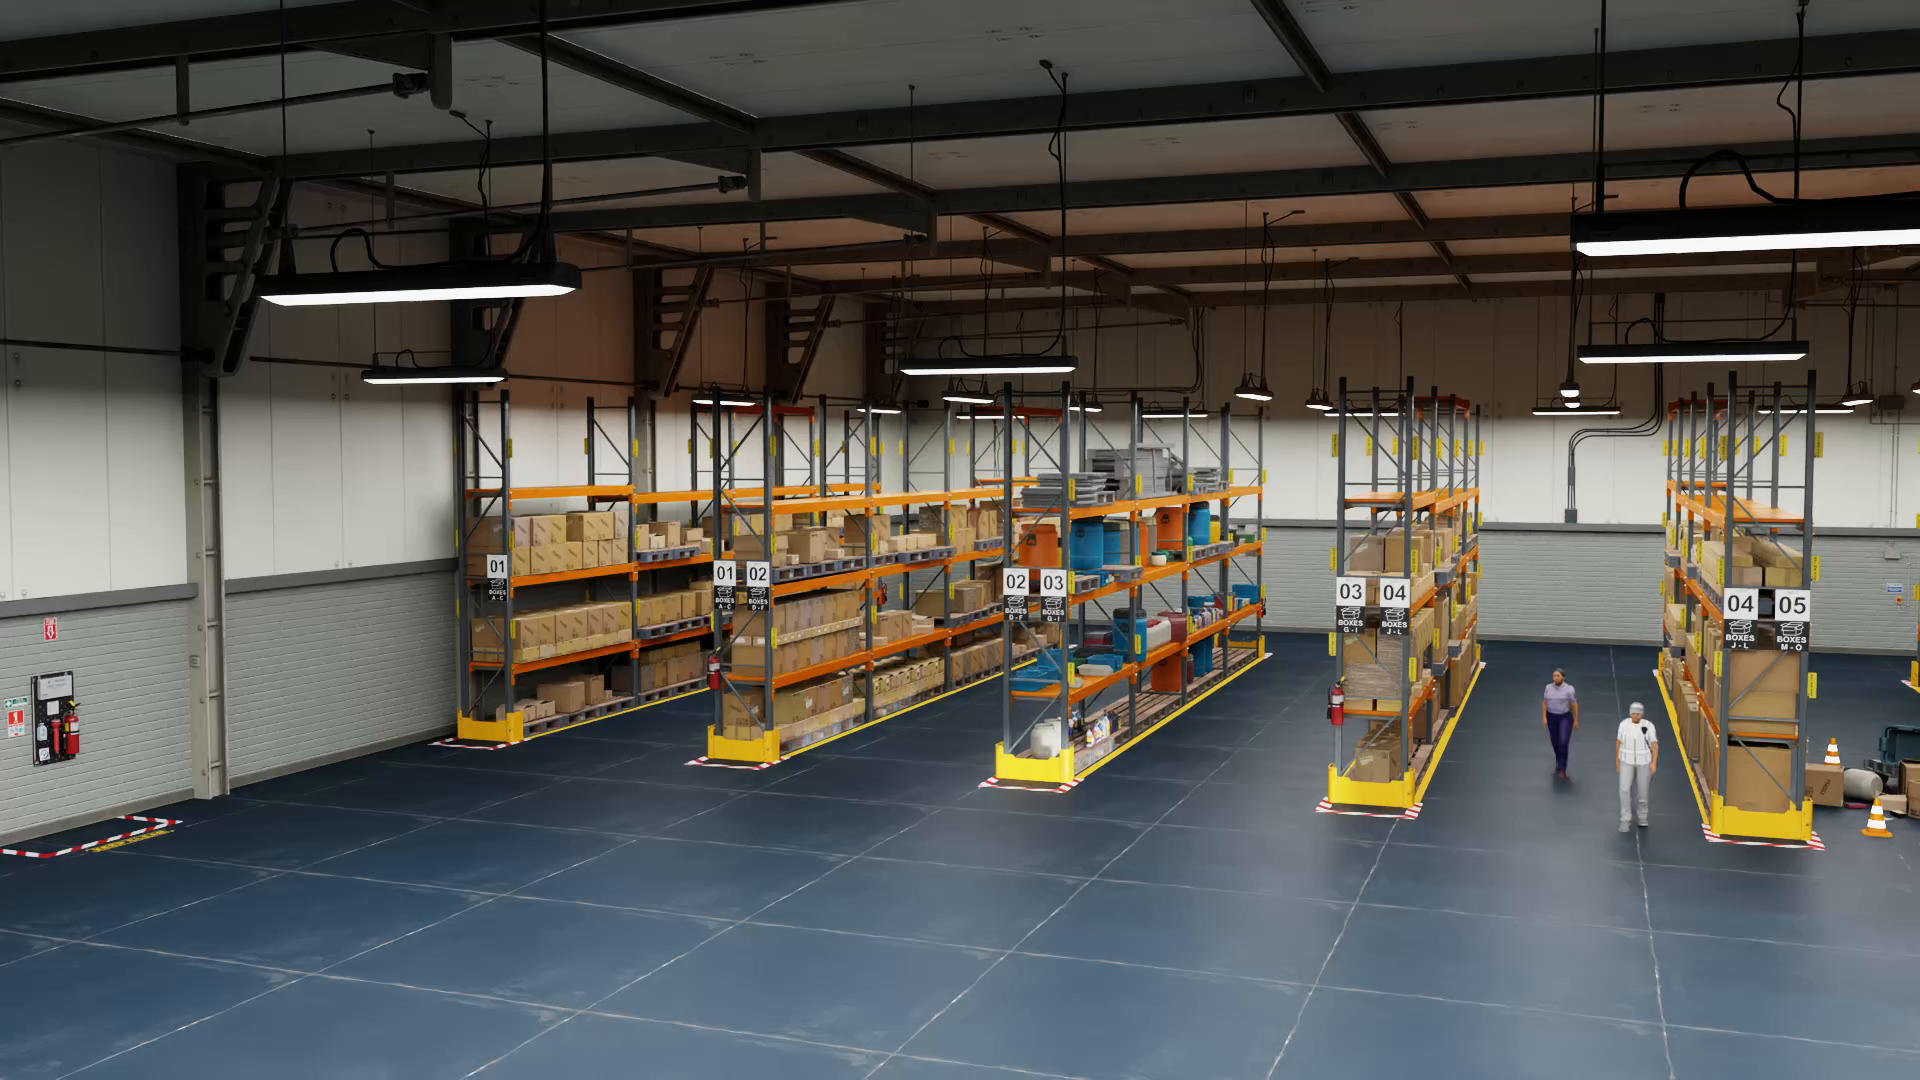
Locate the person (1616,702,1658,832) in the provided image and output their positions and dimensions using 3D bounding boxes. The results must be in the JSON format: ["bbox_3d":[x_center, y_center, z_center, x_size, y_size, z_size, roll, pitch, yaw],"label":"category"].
[{"bbox_3d":[8.916,2.971,21.917,0.524,1.682,0.631,2,3,26],"label":"person"}]

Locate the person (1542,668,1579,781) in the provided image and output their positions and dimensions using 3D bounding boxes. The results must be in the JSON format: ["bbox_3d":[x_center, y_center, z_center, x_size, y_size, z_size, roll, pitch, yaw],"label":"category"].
[{"bbox_3d":[9.182,2.785,25.484,0.812,1.641,0.541,-3,4,-44],"label":"person"}]
